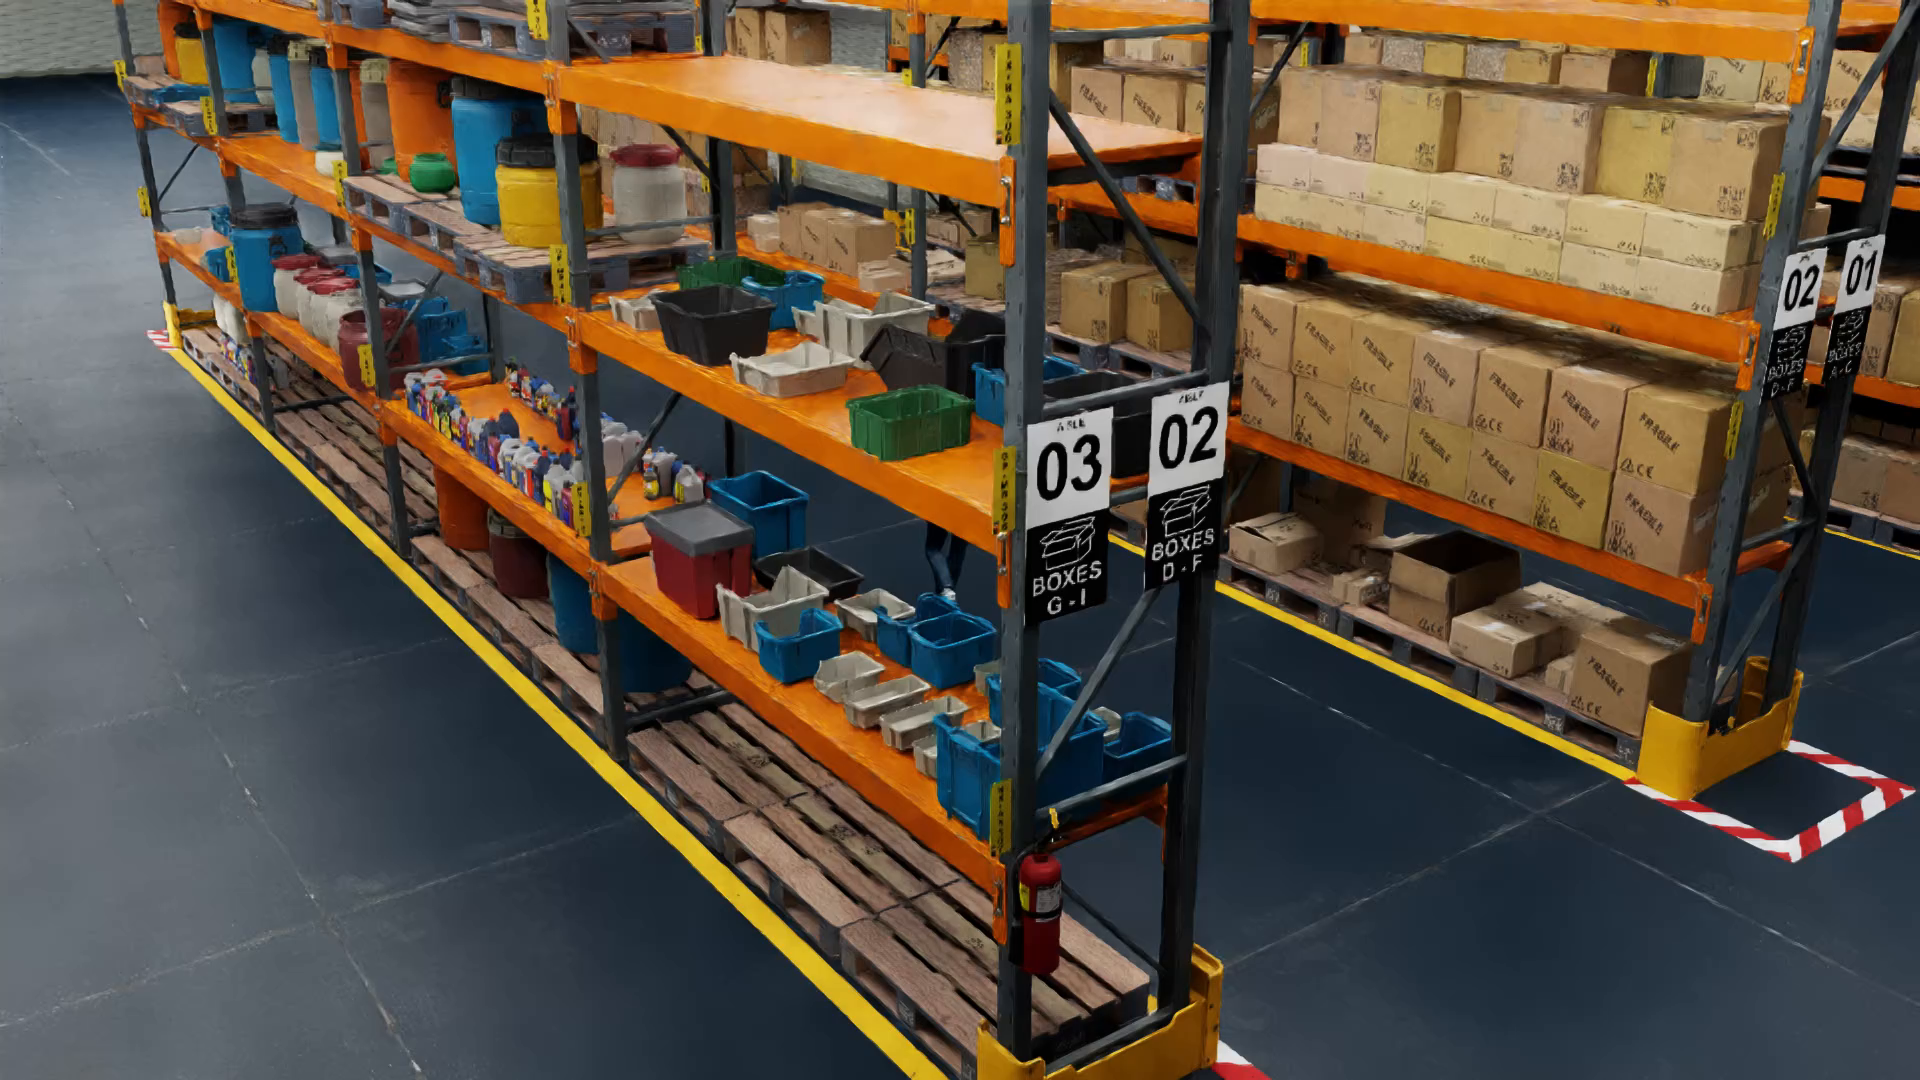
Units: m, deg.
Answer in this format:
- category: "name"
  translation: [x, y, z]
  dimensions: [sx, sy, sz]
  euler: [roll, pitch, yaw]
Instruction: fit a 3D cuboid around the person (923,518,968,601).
- category: "person"
  translation: [-0.027, -0.187, 11.824]
  dimensions: [0.464, 1.582, 0.677]
  euler: [-3, 22, -7]
